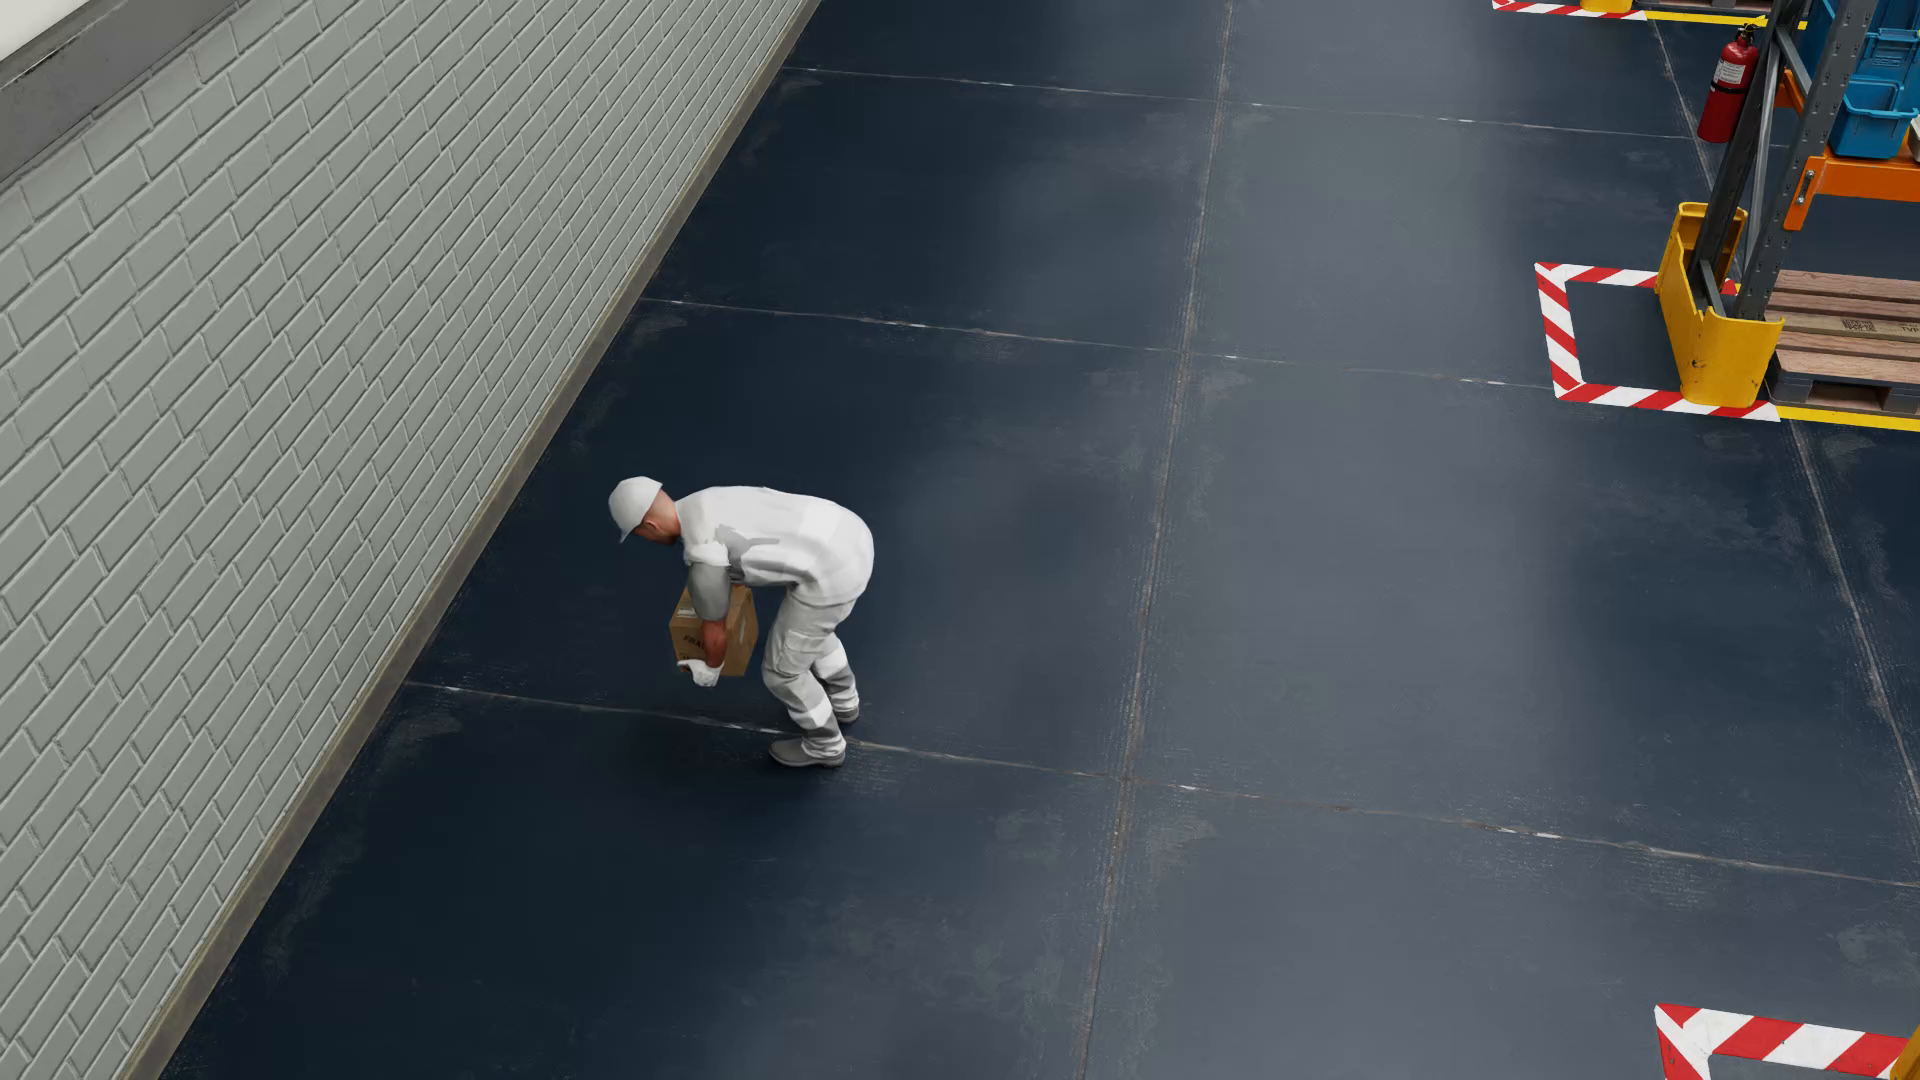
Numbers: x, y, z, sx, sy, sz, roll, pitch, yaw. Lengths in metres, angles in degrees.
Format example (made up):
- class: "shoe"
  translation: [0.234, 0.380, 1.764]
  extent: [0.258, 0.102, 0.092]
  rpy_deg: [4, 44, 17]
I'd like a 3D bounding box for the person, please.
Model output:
- class: "person"
  translation: [-0.787, 0.288, 6.237]
  extent: [0.949, 1.218, 0.494]
  rpy_deg: [5, 40, 6]
